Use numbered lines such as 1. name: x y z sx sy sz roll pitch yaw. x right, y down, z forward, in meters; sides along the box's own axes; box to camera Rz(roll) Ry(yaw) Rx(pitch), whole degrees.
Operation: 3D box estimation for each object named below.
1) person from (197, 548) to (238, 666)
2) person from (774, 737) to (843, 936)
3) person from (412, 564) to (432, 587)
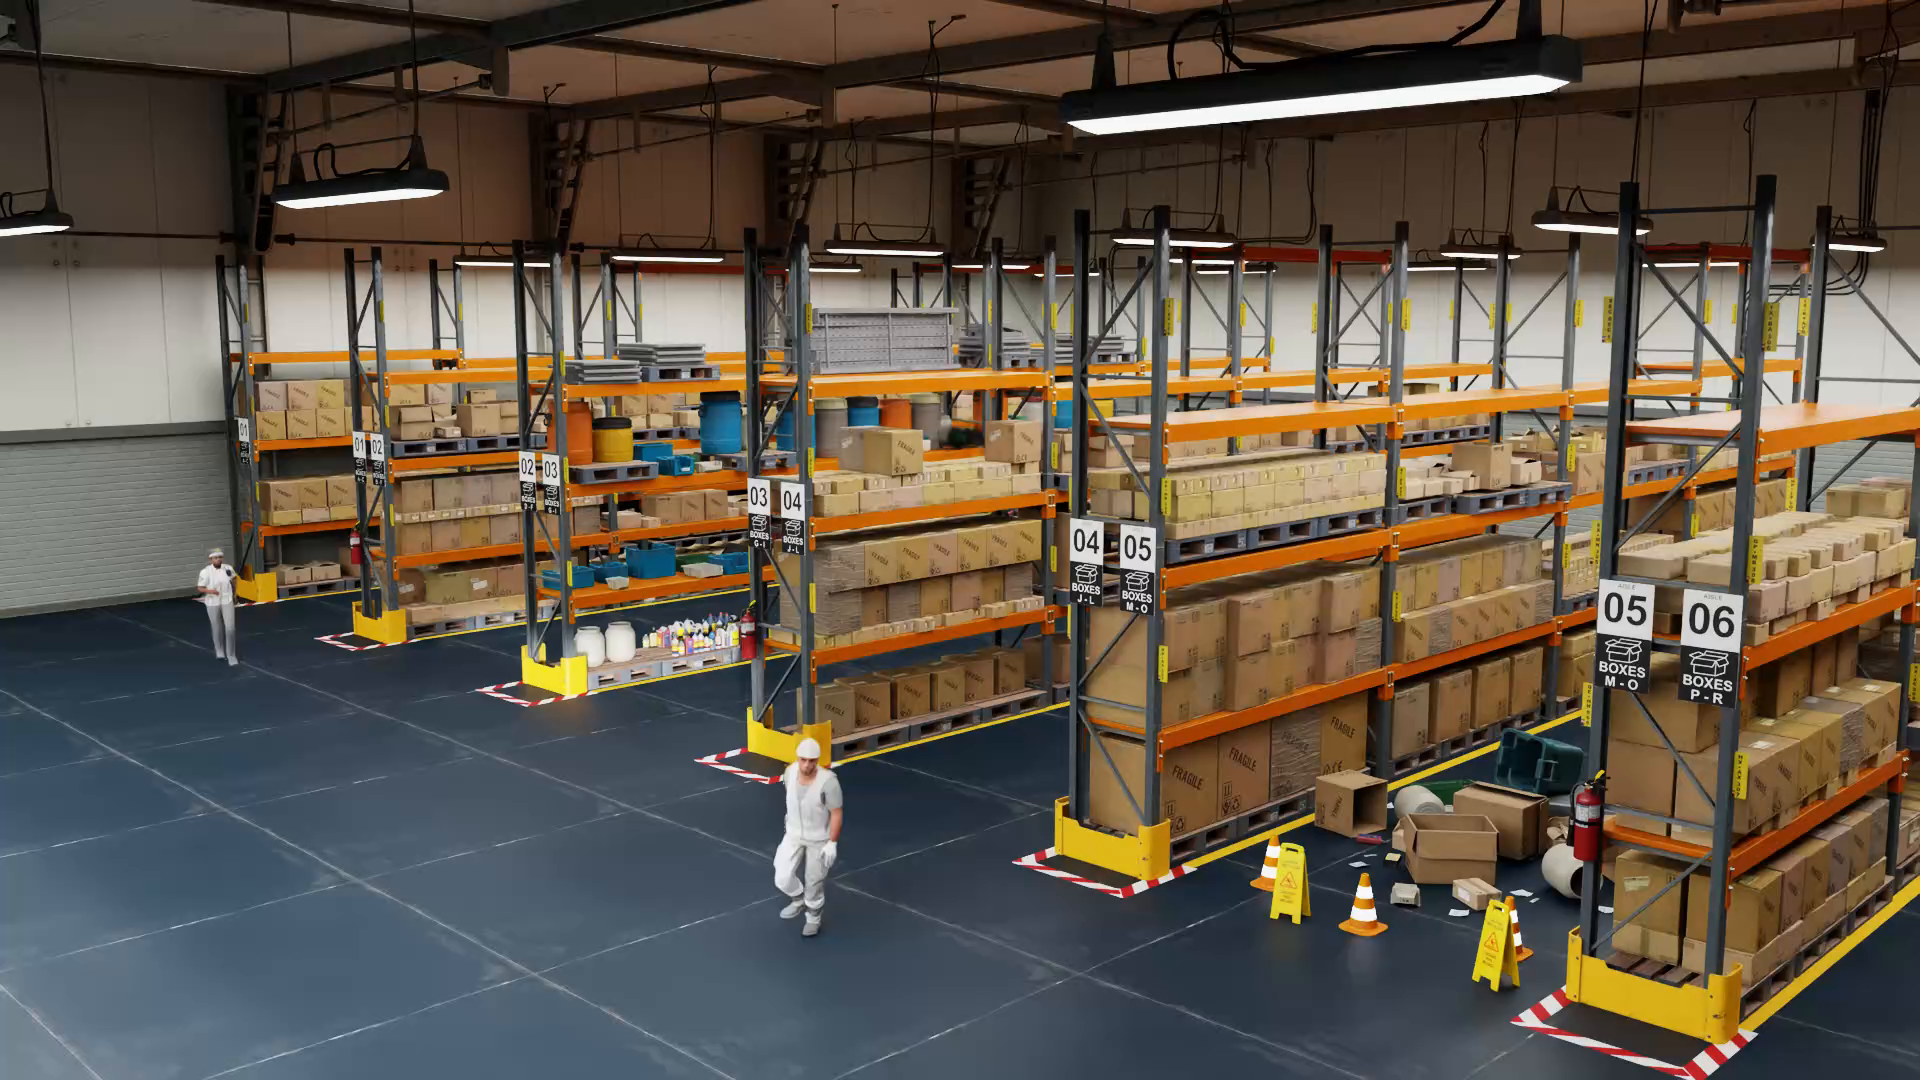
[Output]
1. person: -10.656 0.959 23.921 0.549 1.743 0.742 -4 9 -27
2. person: -1.226 2.405 13.511 0.660 1.727 0.620 3 9 20
3. person: -9.082 0.434 27.959 0.464 1.543 0.892 6 10 36
